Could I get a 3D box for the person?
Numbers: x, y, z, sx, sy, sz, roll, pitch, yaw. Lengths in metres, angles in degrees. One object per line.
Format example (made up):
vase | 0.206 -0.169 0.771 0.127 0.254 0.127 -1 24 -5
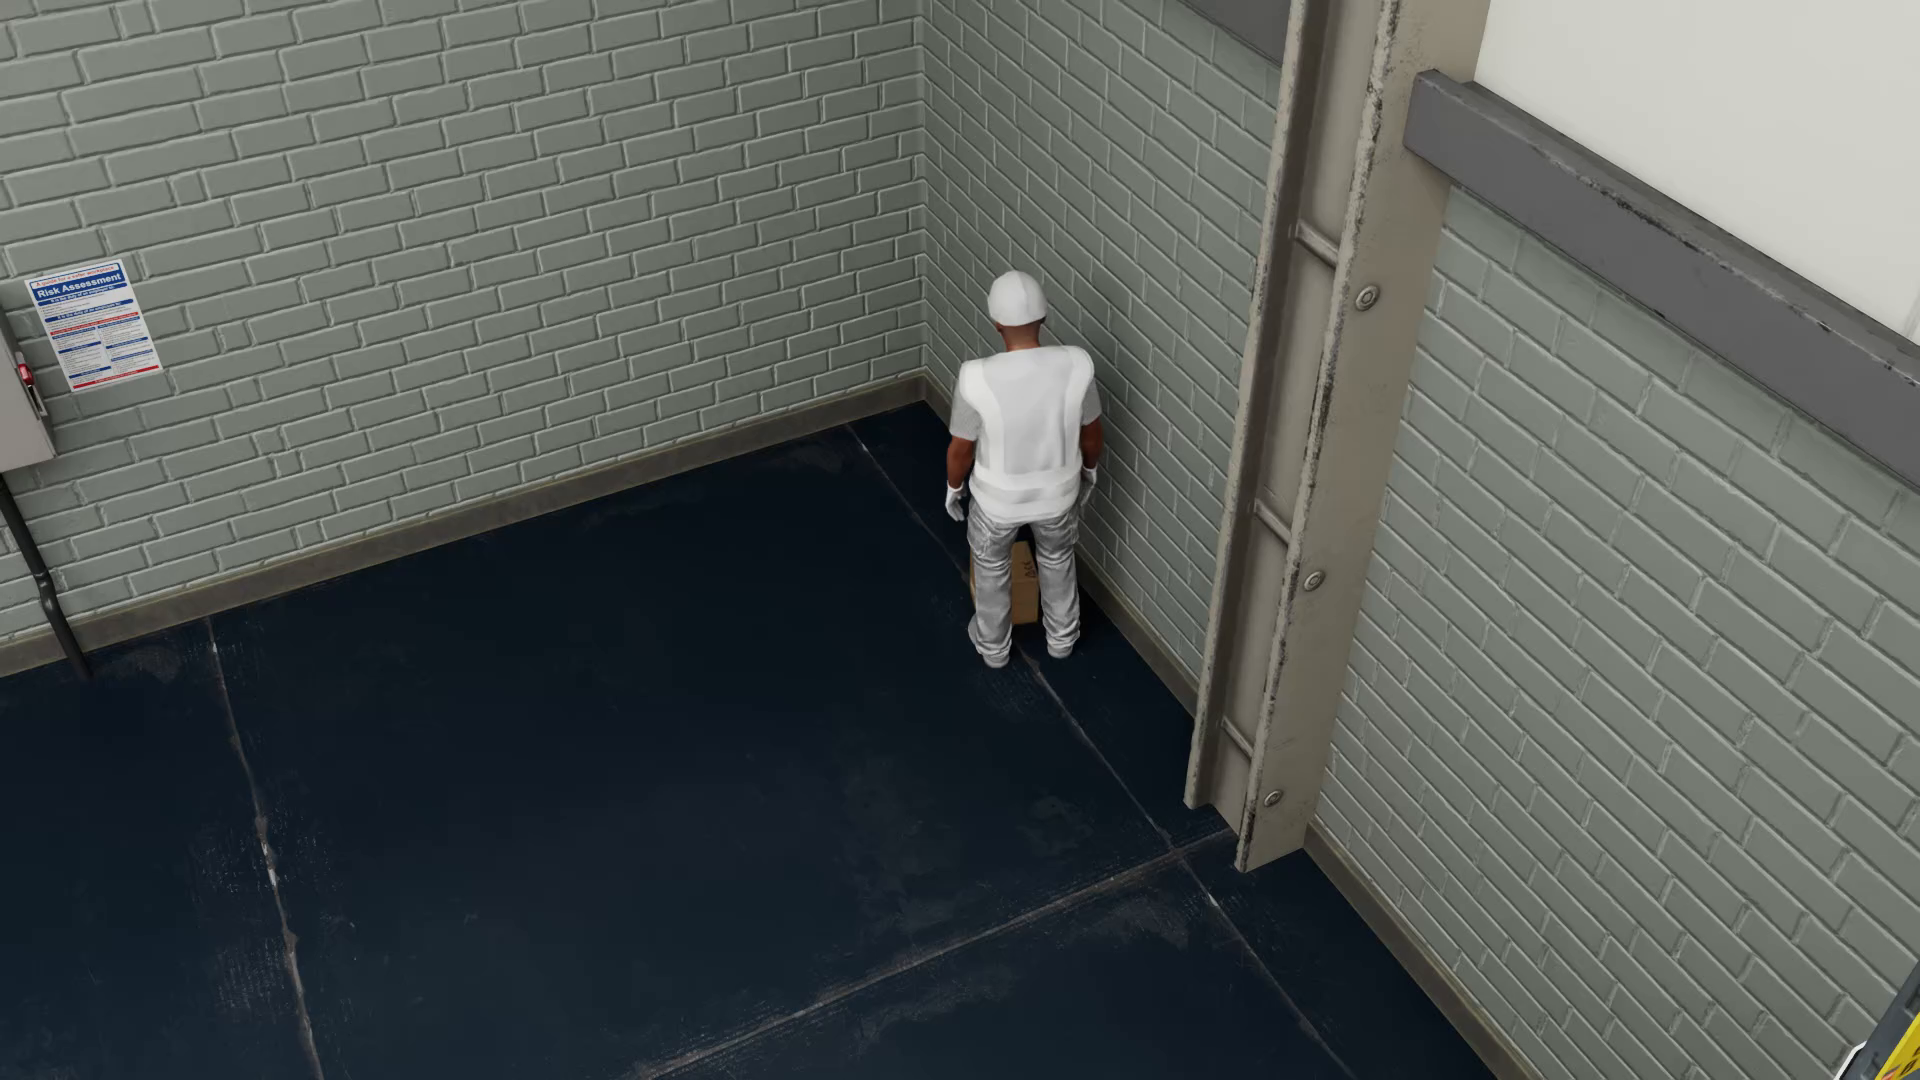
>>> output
person | 0.235 -0.225 6.411 0.620 1.773 0.449 -8 41 -9
